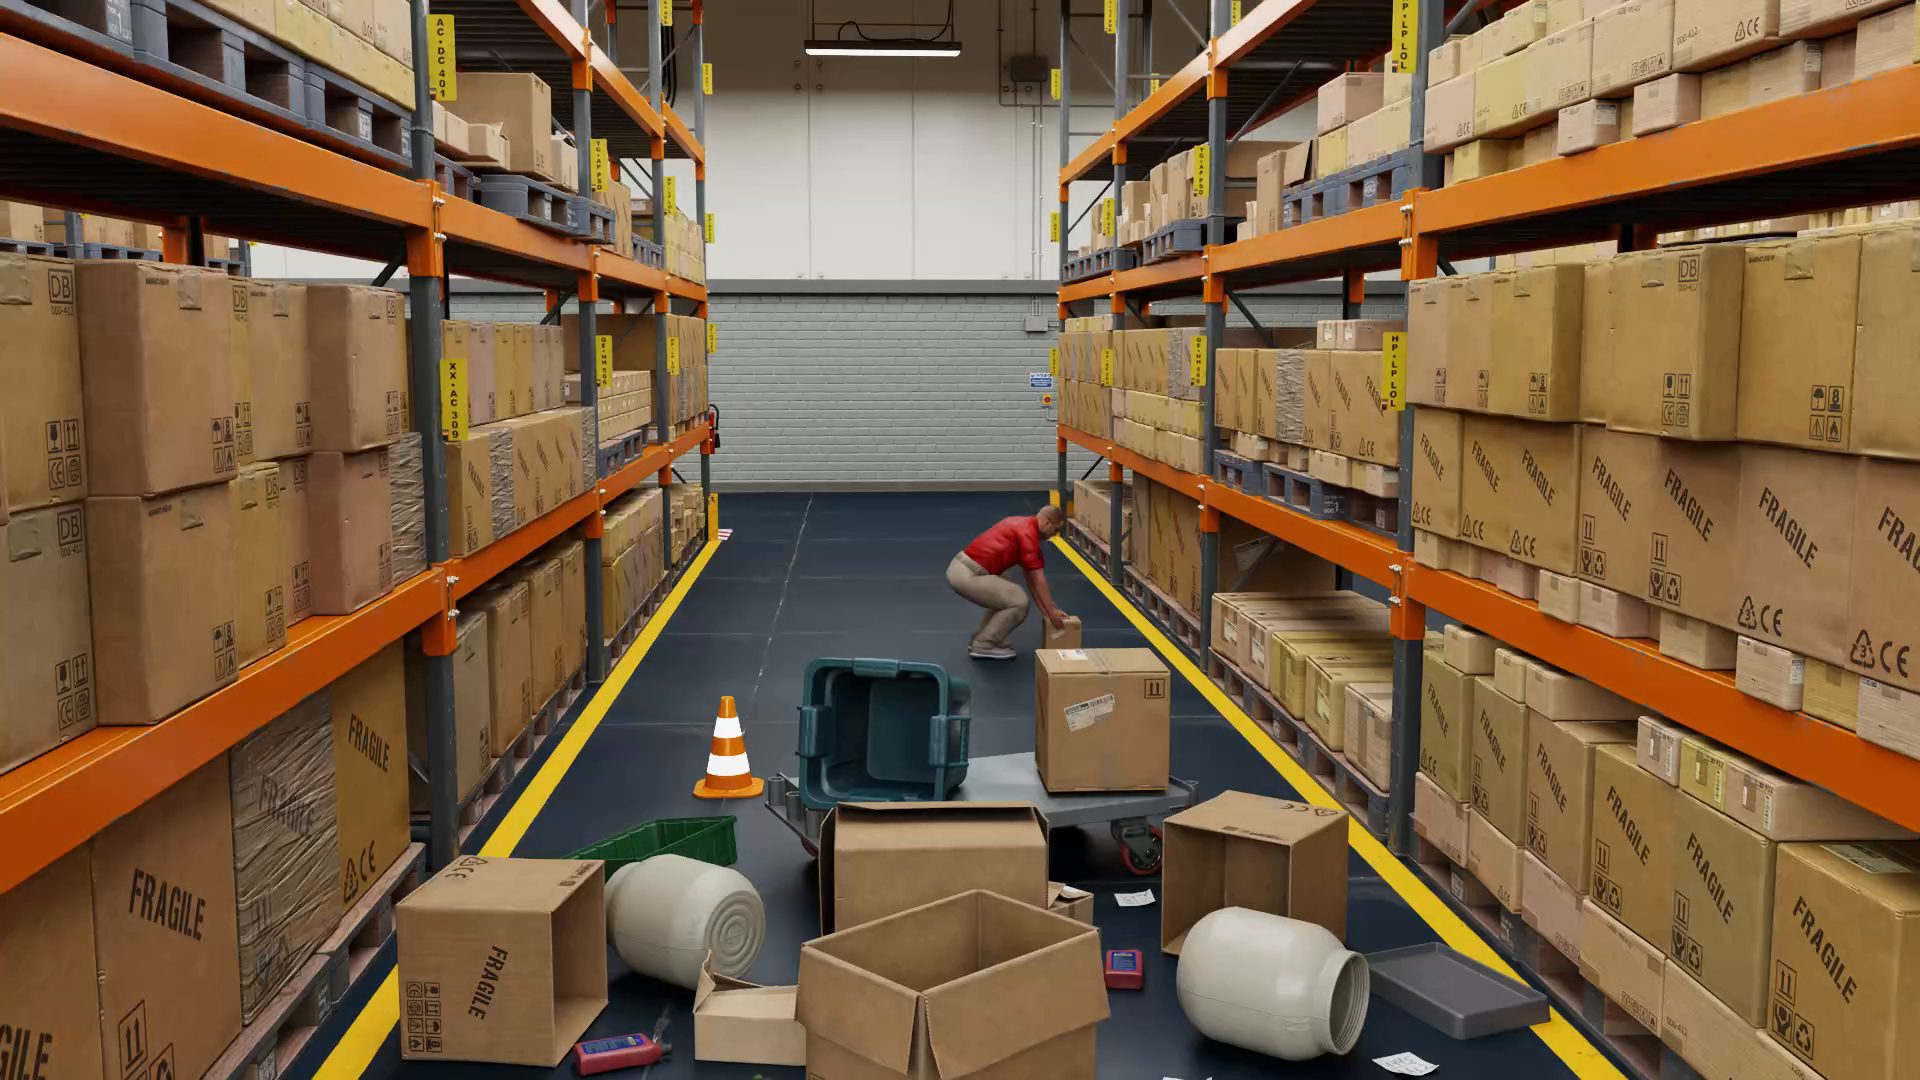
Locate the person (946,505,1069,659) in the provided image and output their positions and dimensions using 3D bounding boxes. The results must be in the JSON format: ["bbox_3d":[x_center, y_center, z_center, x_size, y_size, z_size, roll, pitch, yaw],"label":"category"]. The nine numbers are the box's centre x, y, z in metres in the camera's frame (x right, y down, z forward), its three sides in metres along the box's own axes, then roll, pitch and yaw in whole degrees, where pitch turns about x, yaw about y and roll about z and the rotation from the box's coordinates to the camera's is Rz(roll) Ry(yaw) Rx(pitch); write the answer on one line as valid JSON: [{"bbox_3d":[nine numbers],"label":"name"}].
[{"bbox_3d":[0.326,0.284,11.769,0.850,1.061,0.572,0,7,-4],"label":"person"}]
